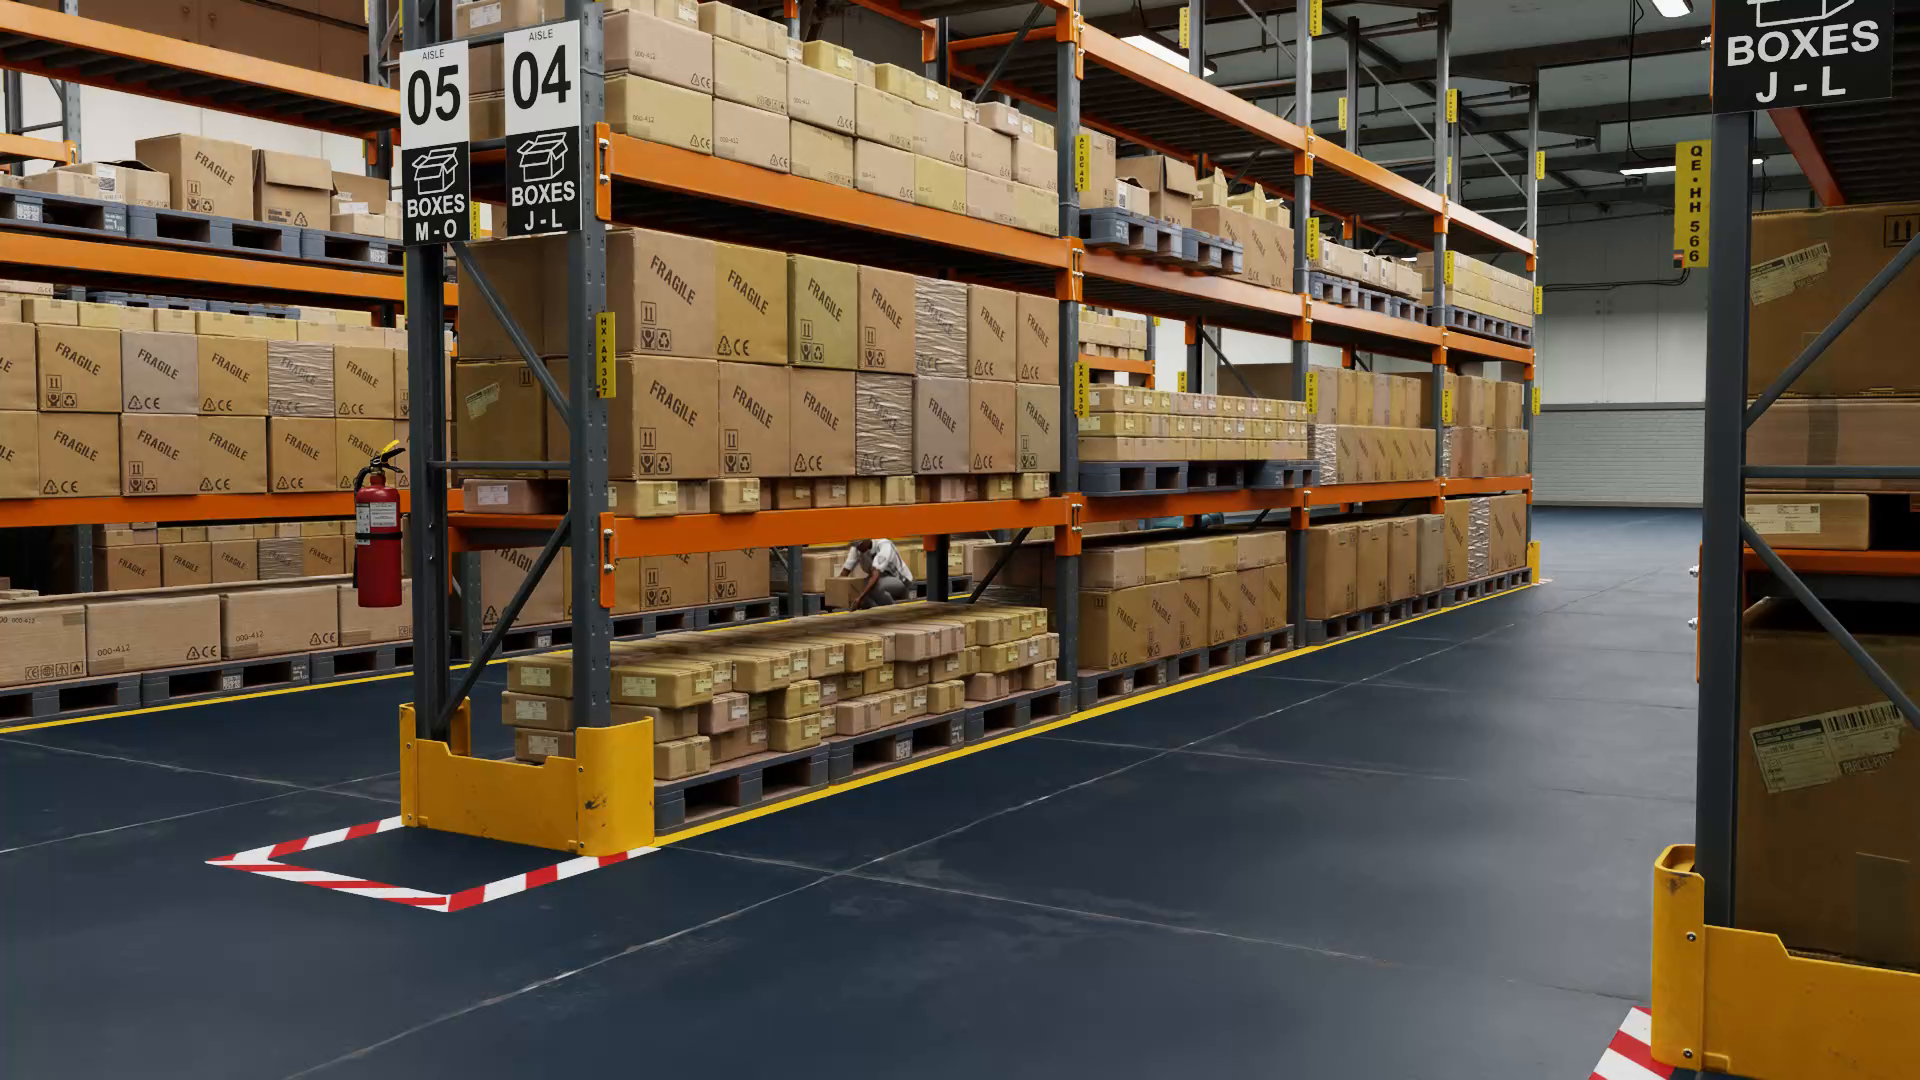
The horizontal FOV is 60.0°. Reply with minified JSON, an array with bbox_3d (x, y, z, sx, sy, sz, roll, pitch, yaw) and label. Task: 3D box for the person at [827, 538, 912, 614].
[{"bbox_3d":[-0.812,0.307,15.143,0.476,0.961,0.882,3,4,42],"label":"person"}]
